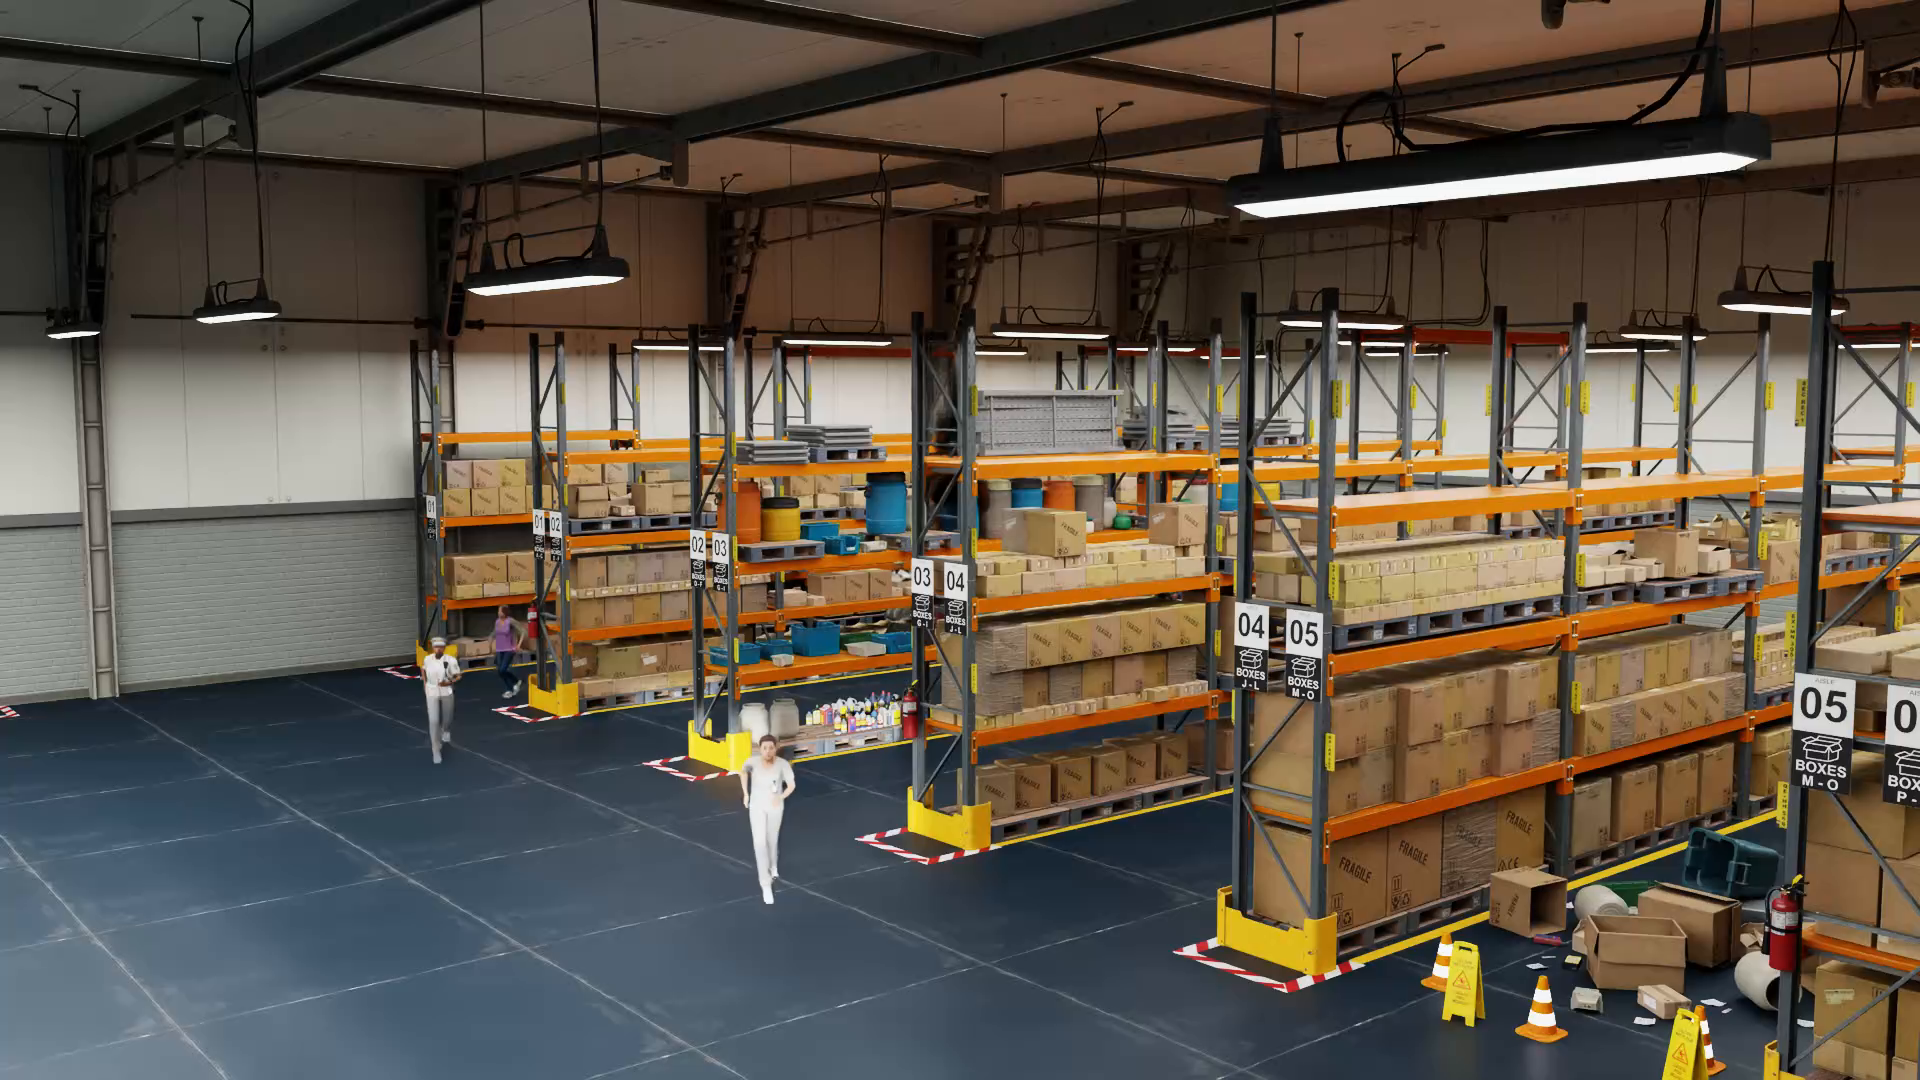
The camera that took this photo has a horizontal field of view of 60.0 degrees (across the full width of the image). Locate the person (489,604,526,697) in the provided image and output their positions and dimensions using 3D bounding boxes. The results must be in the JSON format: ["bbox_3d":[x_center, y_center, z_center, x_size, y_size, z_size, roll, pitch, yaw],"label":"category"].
[{"bbox_3d":[-7.516,1.893,27.466,0.579,1.462,0.550,2,6,23],"label":"person"}]

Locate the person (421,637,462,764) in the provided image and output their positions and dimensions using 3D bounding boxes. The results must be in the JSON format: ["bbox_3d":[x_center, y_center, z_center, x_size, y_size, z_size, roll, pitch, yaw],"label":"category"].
[{"bbox_3d":[-7.242,2.192,23.253,0.542,1.733,1.054,-2,6,-17],"label":"person"}]

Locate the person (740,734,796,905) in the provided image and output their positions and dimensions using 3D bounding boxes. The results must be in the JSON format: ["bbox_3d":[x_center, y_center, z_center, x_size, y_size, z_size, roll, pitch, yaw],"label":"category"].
[{"bbox_3d":[-1.963,2.770,16.989,0.563,1.672,0.951,-1,5,-6],"label":"person"}]

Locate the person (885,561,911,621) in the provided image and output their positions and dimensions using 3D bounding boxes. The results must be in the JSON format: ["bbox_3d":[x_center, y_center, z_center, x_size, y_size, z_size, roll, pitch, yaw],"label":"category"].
[{"bbox_3d":[-1.234,1.190,34.250,0.595,1.622,0.561,5,7,41],"label":"person"}]
